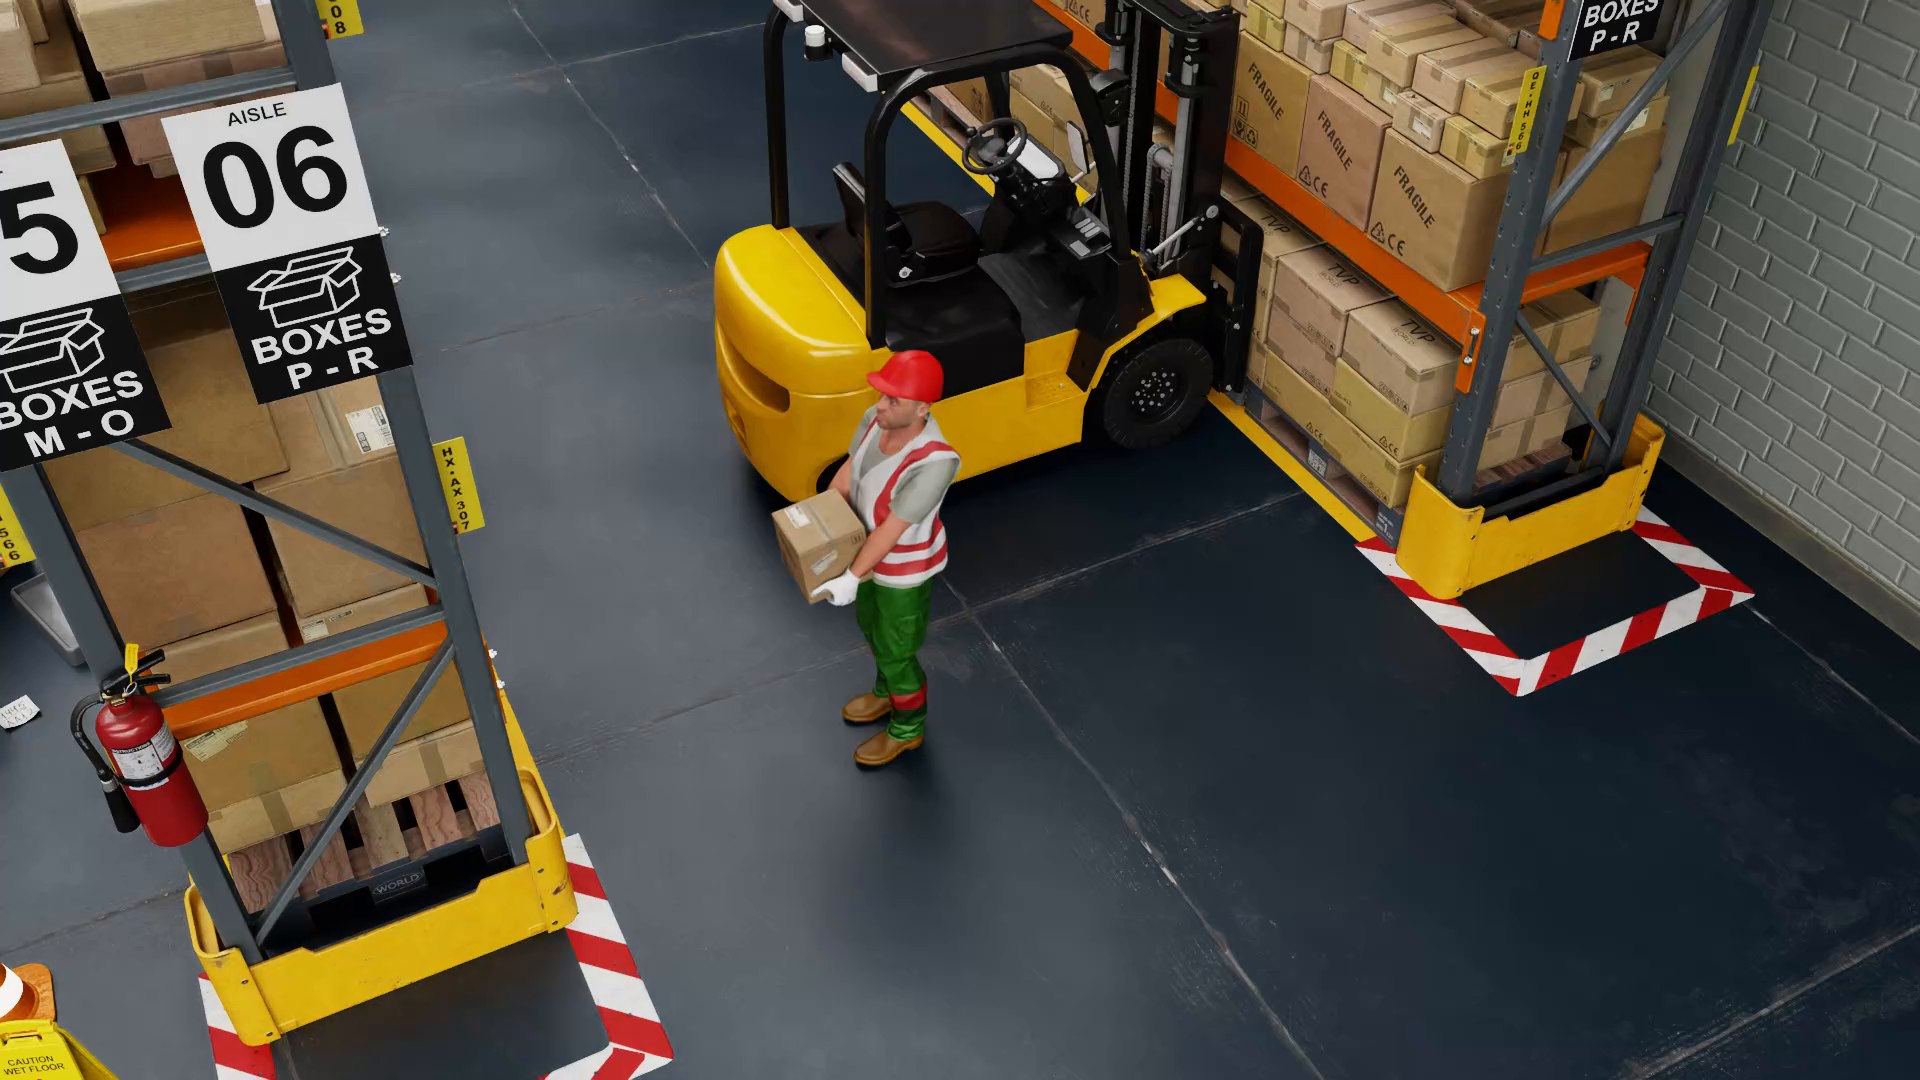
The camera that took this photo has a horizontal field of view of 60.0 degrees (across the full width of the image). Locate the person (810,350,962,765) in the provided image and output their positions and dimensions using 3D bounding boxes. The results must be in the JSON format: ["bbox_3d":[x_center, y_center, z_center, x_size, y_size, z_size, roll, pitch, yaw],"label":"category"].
[{"bbox_3d":[-0.320,0.104,6.025,0.572,1.782,0.493,-18,44,-20],"label":"person"}]
